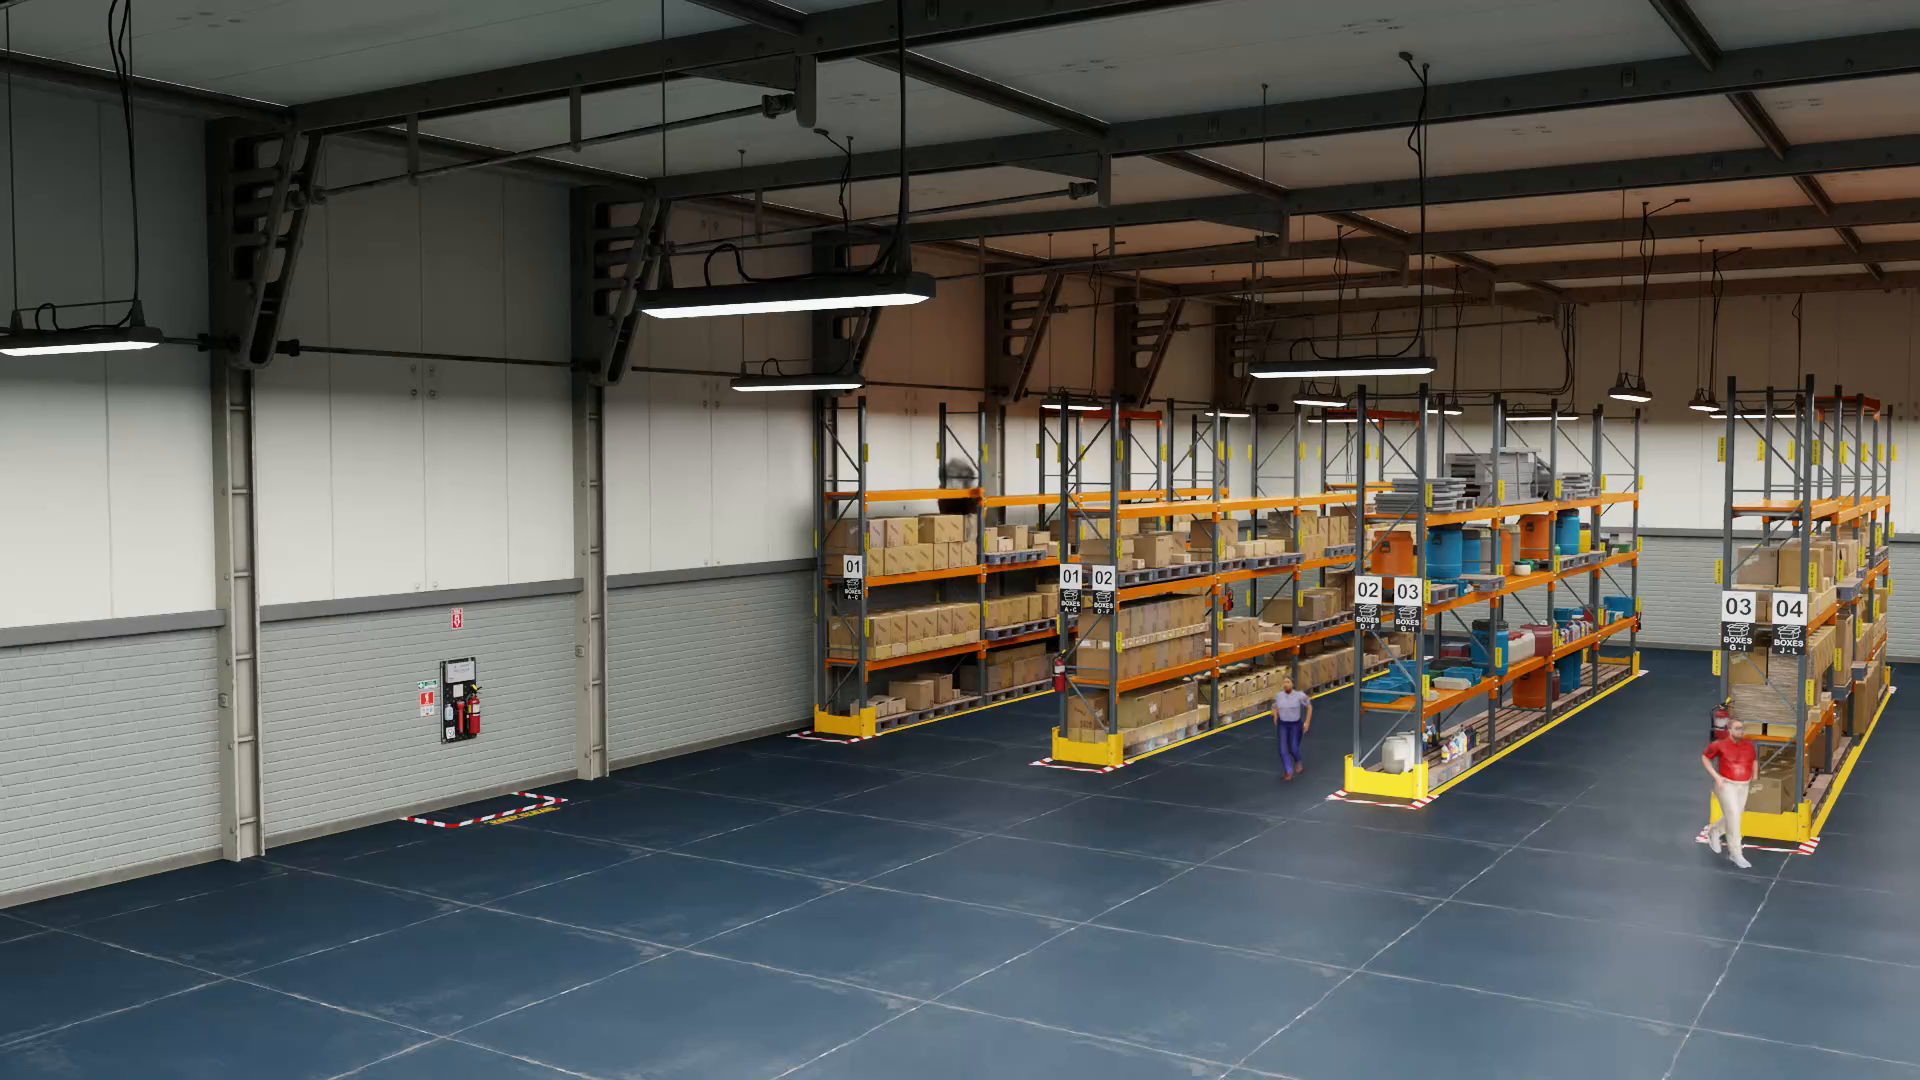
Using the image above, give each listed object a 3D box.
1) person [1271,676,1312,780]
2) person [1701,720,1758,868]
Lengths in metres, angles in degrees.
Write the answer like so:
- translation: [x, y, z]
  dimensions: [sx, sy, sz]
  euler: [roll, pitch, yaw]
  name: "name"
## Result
- translation: [5.035, 2.873, 25.395]
  dimensions: [0.604, 1.607, 0.564]
  euler: [2, 3, 27]
  name: "person"
- translation: [9.458, 3.052, 20.367]
  dimensions: [0.654, 1.731, 0.897]
  euler: [-1, 3, -15]
  name: "person"
